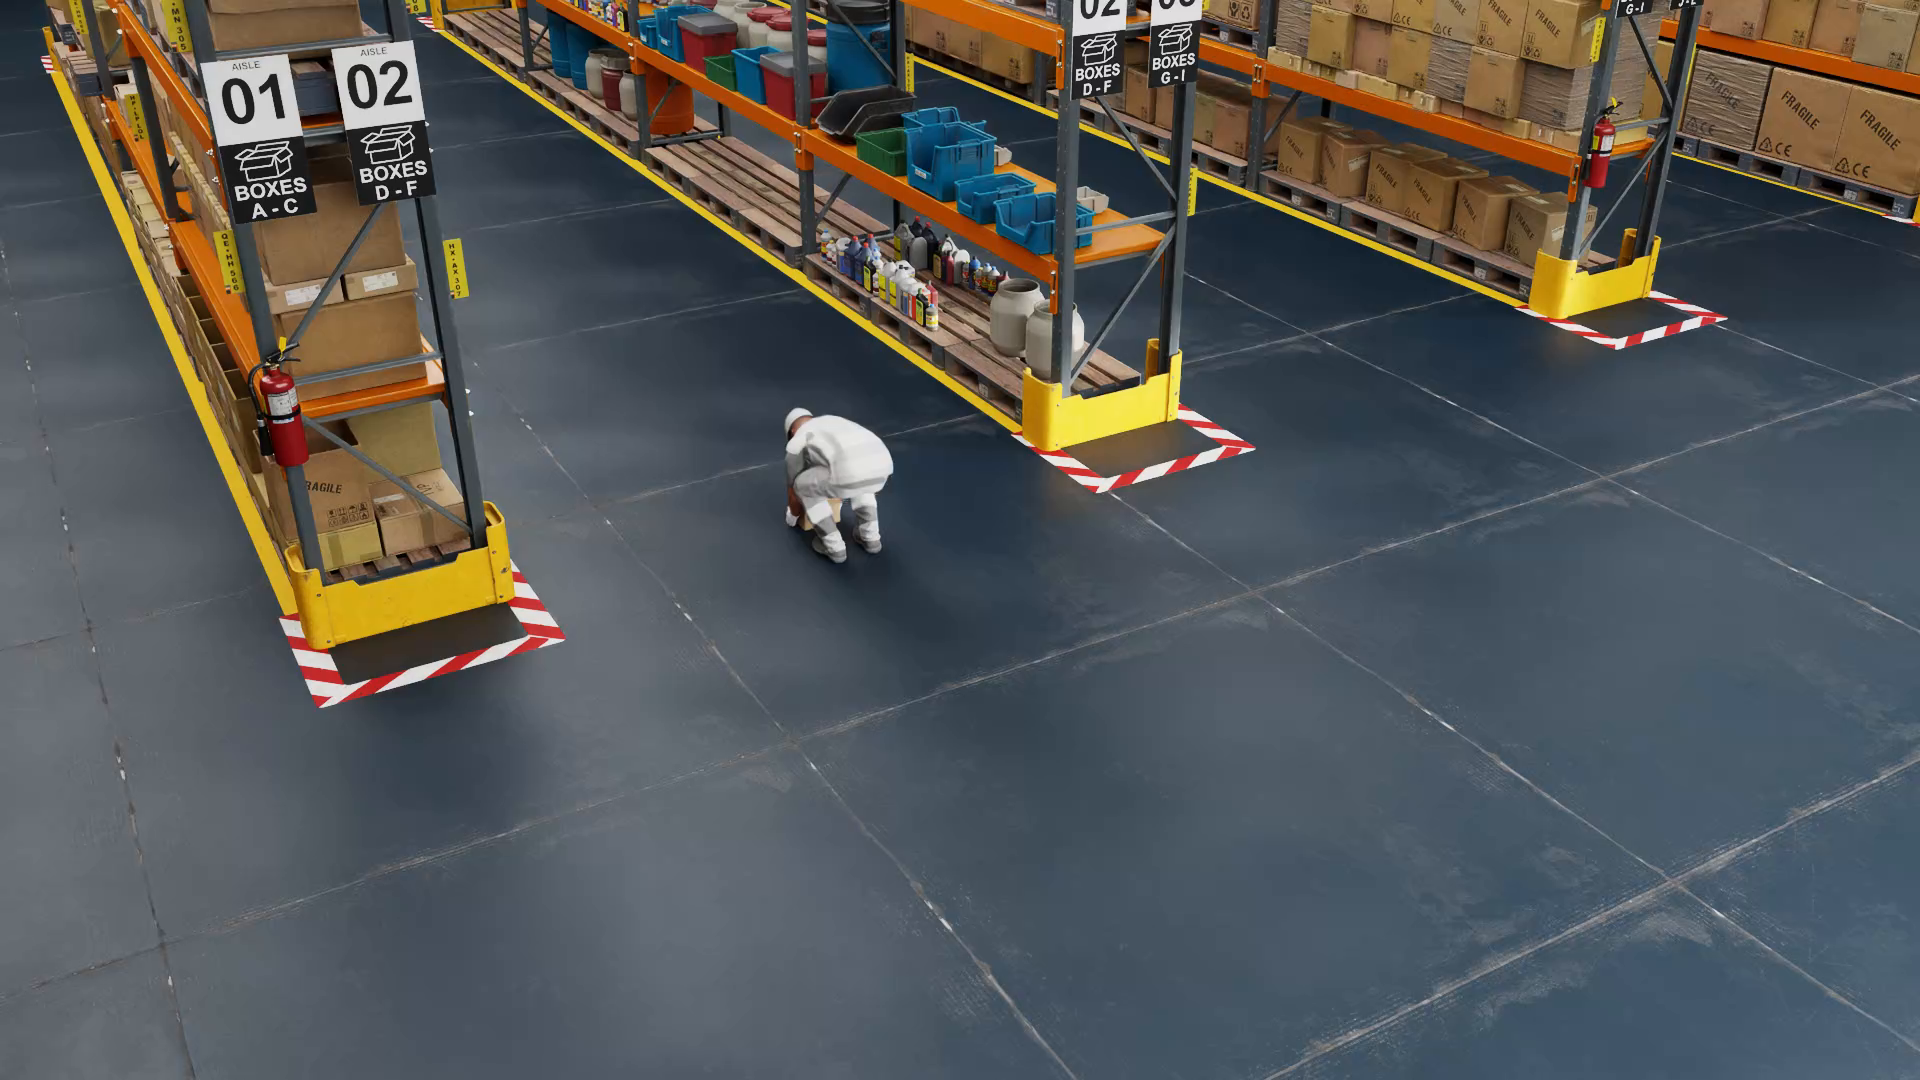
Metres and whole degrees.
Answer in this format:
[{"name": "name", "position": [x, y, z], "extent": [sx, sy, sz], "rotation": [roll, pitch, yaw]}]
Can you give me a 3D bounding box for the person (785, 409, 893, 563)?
[{"name": "person", "position": [-0.784, -0.362, 10.238], "extent": [0.530, 0.842, 0.955], "rotation": [-17, 33, -28]}]
